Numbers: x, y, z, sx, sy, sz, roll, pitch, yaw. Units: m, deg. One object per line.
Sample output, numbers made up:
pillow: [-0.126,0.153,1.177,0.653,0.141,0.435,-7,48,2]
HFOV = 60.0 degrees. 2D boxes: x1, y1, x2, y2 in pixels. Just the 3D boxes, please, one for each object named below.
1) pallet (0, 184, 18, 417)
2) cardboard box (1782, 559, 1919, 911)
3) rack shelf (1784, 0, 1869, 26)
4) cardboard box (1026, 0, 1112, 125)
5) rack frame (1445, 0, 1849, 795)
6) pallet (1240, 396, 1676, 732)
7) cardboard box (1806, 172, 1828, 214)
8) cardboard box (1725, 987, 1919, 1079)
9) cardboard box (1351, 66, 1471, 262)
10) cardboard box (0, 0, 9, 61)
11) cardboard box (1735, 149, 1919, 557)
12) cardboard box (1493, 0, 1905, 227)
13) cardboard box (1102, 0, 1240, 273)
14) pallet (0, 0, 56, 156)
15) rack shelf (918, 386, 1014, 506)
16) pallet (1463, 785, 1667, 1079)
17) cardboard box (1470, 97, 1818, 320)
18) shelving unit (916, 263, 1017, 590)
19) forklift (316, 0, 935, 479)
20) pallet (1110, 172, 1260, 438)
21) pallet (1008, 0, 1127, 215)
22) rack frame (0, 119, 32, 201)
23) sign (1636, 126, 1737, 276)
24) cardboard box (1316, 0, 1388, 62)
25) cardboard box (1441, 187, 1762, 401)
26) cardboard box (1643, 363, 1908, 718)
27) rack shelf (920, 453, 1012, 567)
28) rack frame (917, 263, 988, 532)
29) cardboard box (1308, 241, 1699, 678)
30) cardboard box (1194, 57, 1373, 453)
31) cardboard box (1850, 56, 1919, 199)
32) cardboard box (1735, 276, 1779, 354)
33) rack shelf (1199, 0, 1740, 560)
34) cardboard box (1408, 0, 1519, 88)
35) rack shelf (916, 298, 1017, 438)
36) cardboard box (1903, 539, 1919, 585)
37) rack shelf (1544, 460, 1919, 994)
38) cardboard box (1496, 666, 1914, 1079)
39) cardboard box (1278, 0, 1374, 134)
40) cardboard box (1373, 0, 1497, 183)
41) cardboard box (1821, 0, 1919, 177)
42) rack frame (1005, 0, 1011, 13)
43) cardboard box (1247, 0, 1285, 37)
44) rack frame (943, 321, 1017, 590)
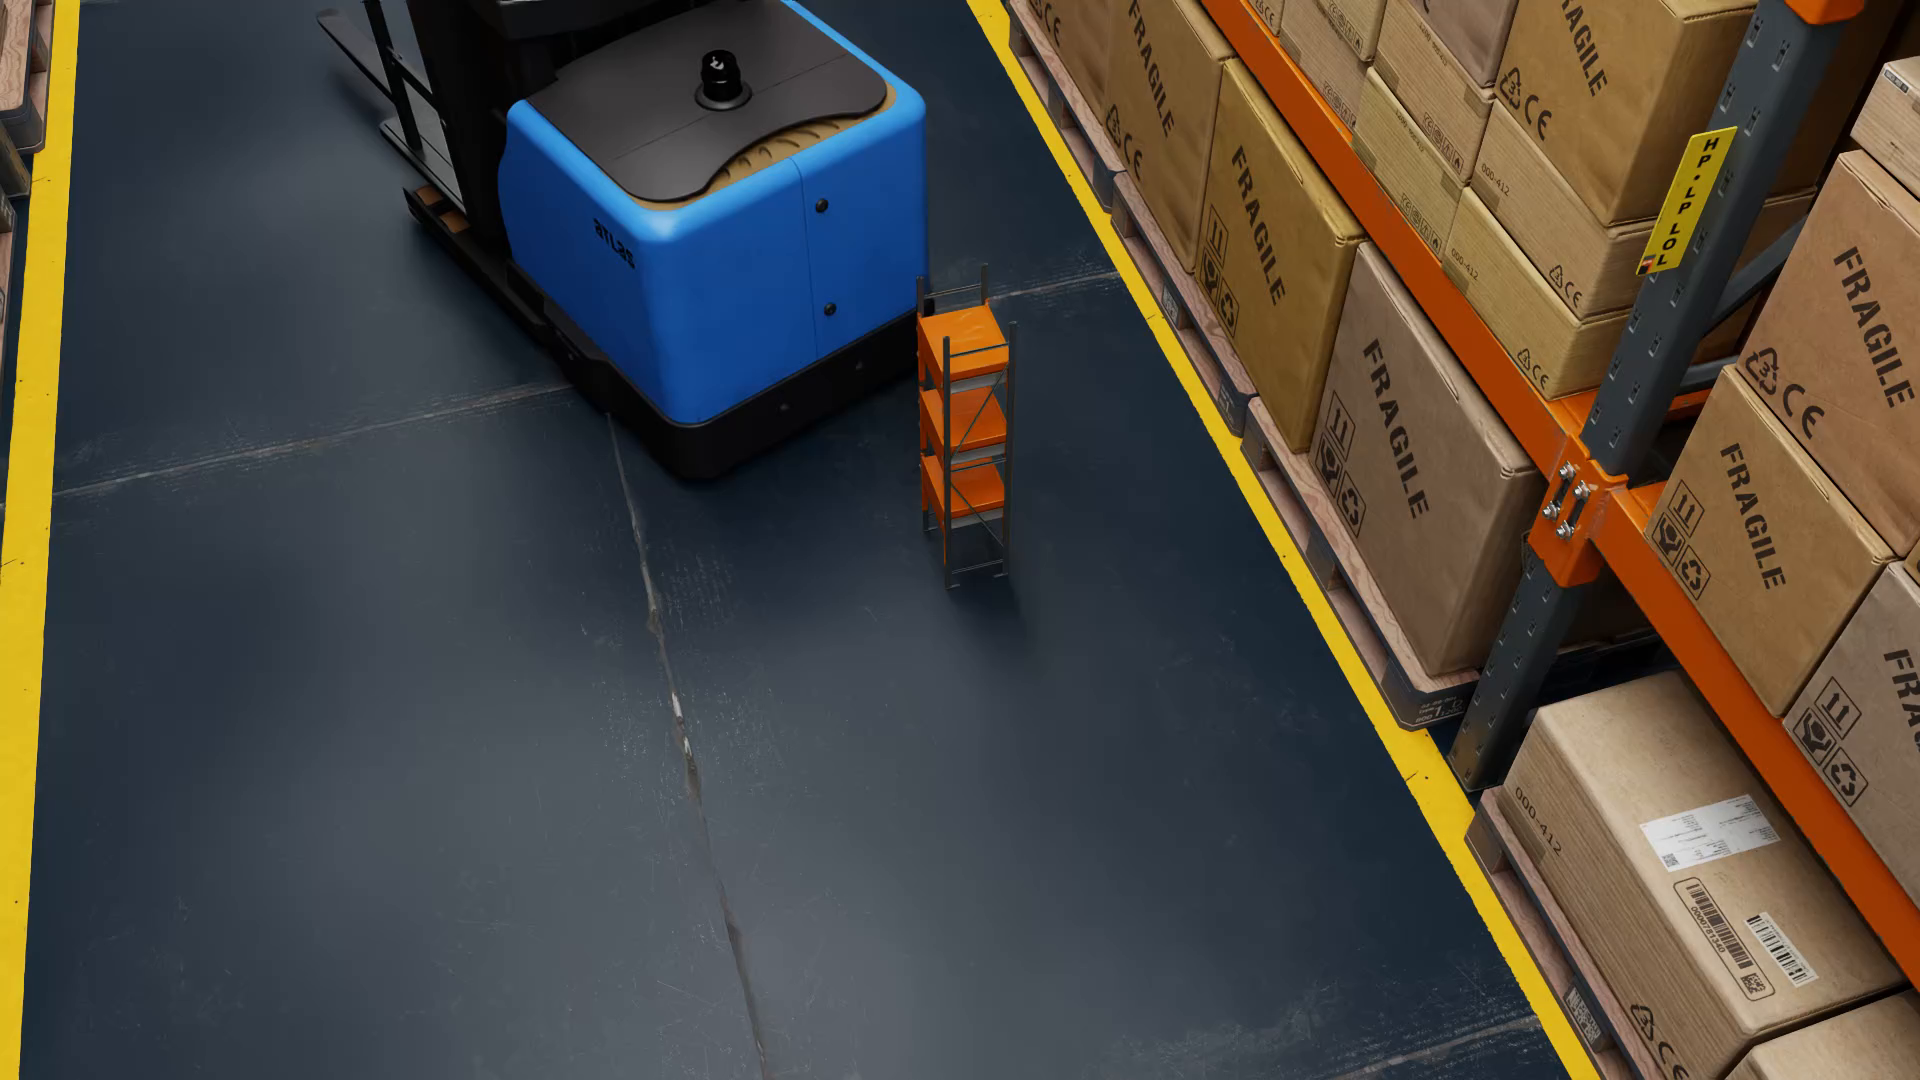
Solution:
pallet: [-3.864,-0.756,5.749,1.003,0.211,1.213,-13,51,-11]
cardboard box: [1.909,0.326,2.948,0.500,0.500,0.500,-13,51,-11]
rack shelf: [2.467,0.314,1.532,1.077,0.370,4.000,-13,51,-11]
cardboard box: [0.817,-2.261,6.309,0.875,0.875,0.875,-14,51,-11]
rack frame: [1.875,-0.412,3.635,1.000,3.000,0.127,-13,51,-11]
pallet: [1.575,-0.060,5.162,1.003,0.211,1.213,-13,51,-11]
cardboard box: [2.015,-0.910,3.826,0.500,0.250,0.500,-15,51,-12]
cardboard box: [2.224,1.415,3.496,0.875,0.438,0.875,-15,51,-12]
cardboard box: [1.352,-1.007,4.235,0.500,0.250,0.500,-14,51,-11]
cardboard box: [-4.220,-2.037,6.284,0.875,0.625,0.625,-12,51,-10]
cardboard box: [1.785,-0.364,2.876,0.500,0.500,0.500,-13,51,-11]
cardboard box: [1.503,-1.036,3.442,0.500,0.500,0.500,-12,51,-10]
cardboard box: [1.077,-1.608,5.759,0.875,0.875,0.875,-13,51,-11]
pallet: [-4.254,-1.920,6.730,1.003,0.211,1.213,-13,51,-11]
rack shelf: [0.016,-0.292,4.824,0.215,0.259,0.240,-13,51,-11]
pallet: [2.025,1.060,4.218,1.003,0.211,1.213,-13,51,-11]
cardboard box: [1.513,-0.792,3.727,0.500,0.250,0.500,-13,51,-11]
shelving unit: [0.016,-0.299,4.816,0.215,1.050,0.252,-13,51,-11]
forklift: [-1.405,-2.209,5.195,1.130,2.935,3.031,-32,57,-24]
pallet: [1.211,-0.952,5.915,1.003,0.211,1.213,-13,51,-11]
pallet: [0.853,-1.842,6.665,1.003,0.211,1.213,-13,51,-11]
rack frame: [-4.048,-2.208,5.150,1.000,3.000,0.127,-13,51,-11]
sign: [1.360,-0.630,3.114,0.100,0.325,0.005,-13,51,-11]
cardboard box: [1.199,-1.532,4.351,0.500,0.250,0.500,-12,51,-10]
cardboard box: [1.502,-0.634,3.921,0.500,0.250,0.500,-14,51,-12]
cardboard box: [1.764,-0.042,3.258,0.500,0.500,0.500,-12,51,-10]
rack shelf: [0.016,-0.113,5.036,0.215,0.259,0.240,-13,51,-11]
rack frame: [-0.020,-0.388,4.891,0.200,1.050,0.008,-13,51,-11]
cardboard box: [1.615,-0.297,4.654,0.875,0.875,0.875,-12,51,-10]
cardboard box: [1.341,-0.955,5.208,0.875,0.875,0.875,-12,51,-10]
cardboard box: [1.721,-0.686,2.723,0.380,0.149,0.250,-14,51,-12]
cardboard box: [1.997,-0.745,4.014,0.500,0.250,0.500,-14,51,-12]
rack shelf: [1.284,-1.641,5.142,1.077,0.370,4.000,-13,51,-11]
cardboard box: [1.343,-1.412,3.759,0.500,0.500,0.500,-12,51,-10]
rack shelf: [0.016,-0.475,4.607,0.215,0.259,0.240,-13,51,-11]
cardboard box: [1.928,0.006,2.563,0.500,0.500,0.500,-14,51,-11]
rack shelf: [2.467,1.281,2.679,1.077,0.370,4.000,-13,51,-11]
cardboard box: [1.958,0.761,4.047,0.875,0.438,0.875,-14,51,-12]
cardboard box: [1.221,-1.379,4.549,0.500,0.250,0.500,-15,51,-12]
cardboard box: [1.358,-1.155,4.033,0.500,0.250,0.500,-12,51,-10]
cardboard box: [2.020,-1.153,3.541,0.500,0.500,0.500,-13,51,-11]
rack frame: [0.692,-3.333,6.098,1.000,3.000,0.127,-13,51,-11]
cardboard box: [1.064,-1.756,4.866,0.500,0.250,0.500,-13,51,-11]
rack frame: [0.052,-0.210,4.741,0.200,1.050,0.008,-13,51,-11]
